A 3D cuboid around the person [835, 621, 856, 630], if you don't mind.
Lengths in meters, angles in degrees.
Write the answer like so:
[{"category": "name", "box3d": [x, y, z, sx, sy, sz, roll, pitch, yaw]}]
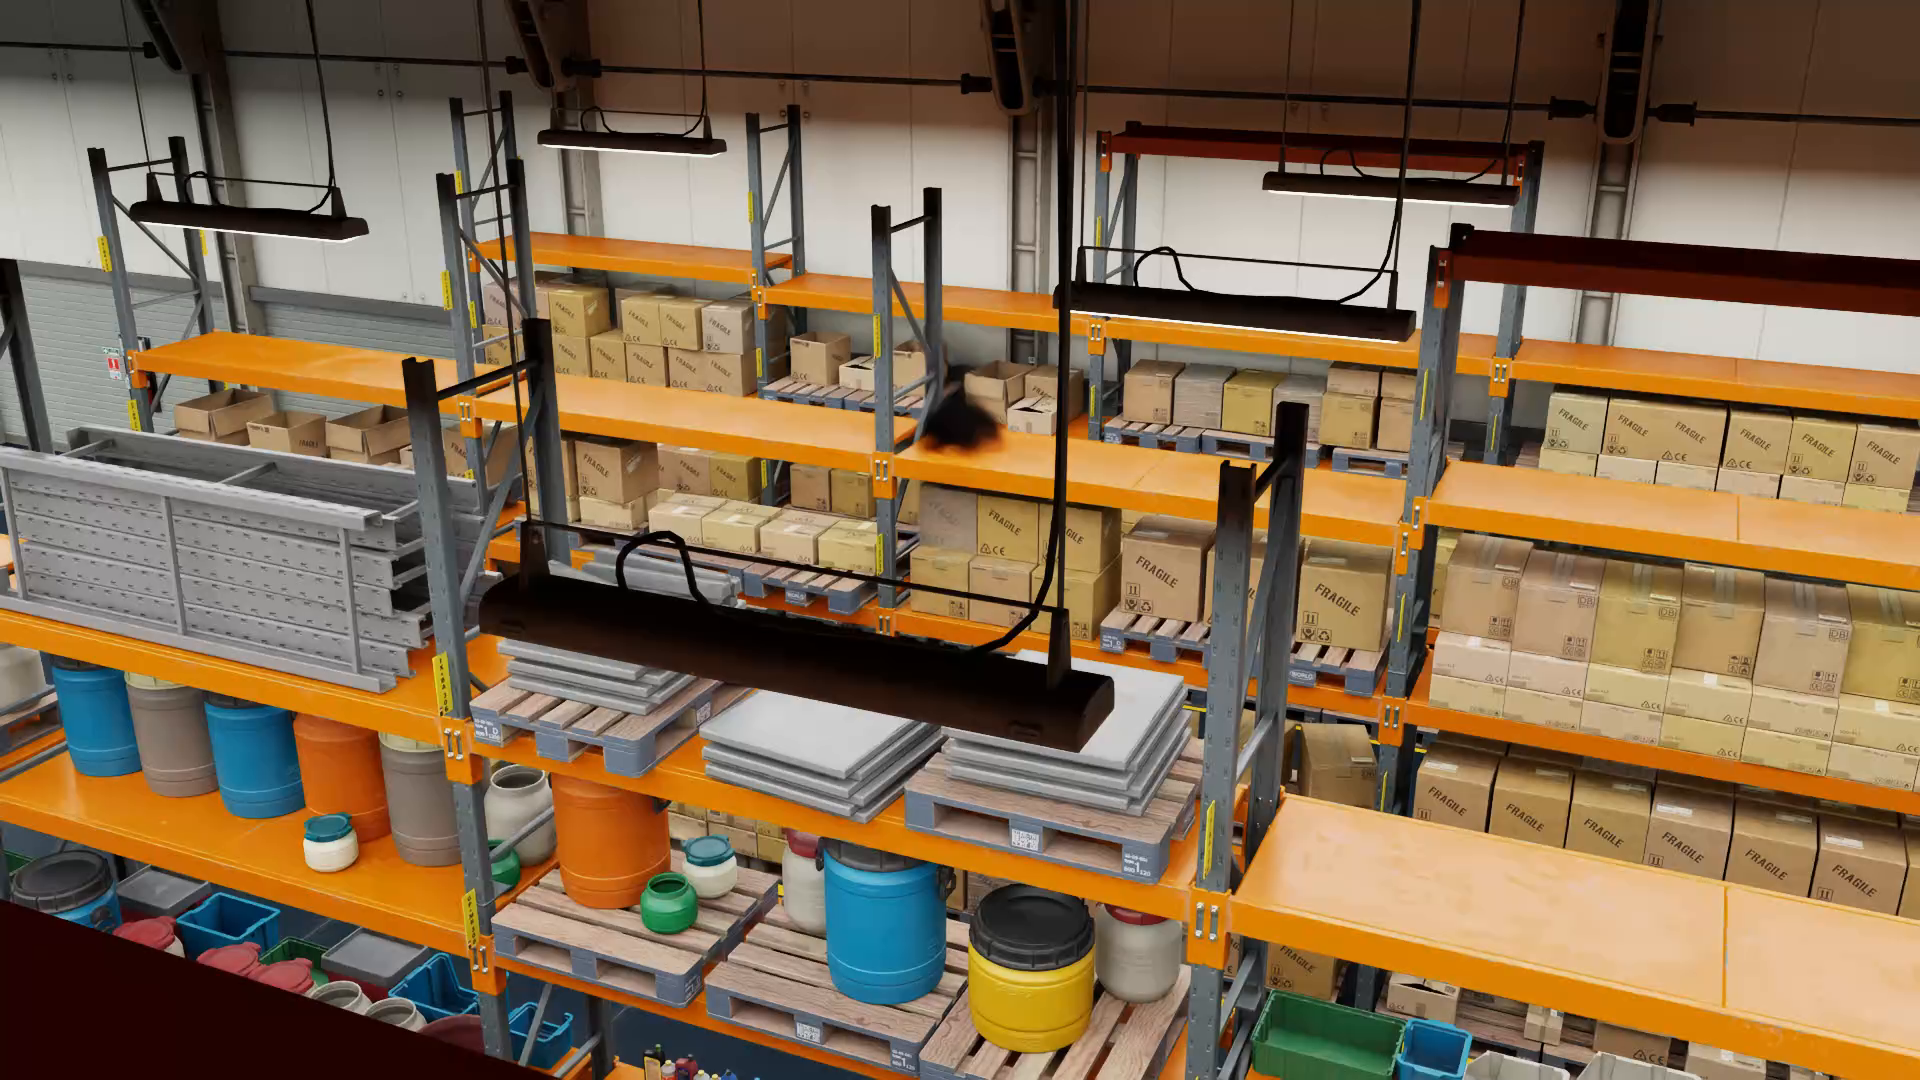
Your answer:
[{"category": "person", "box3d": [-0.940, 1.530, 16.350, 0.853, 1.612, 0.556, 4, 21, 9]}]
